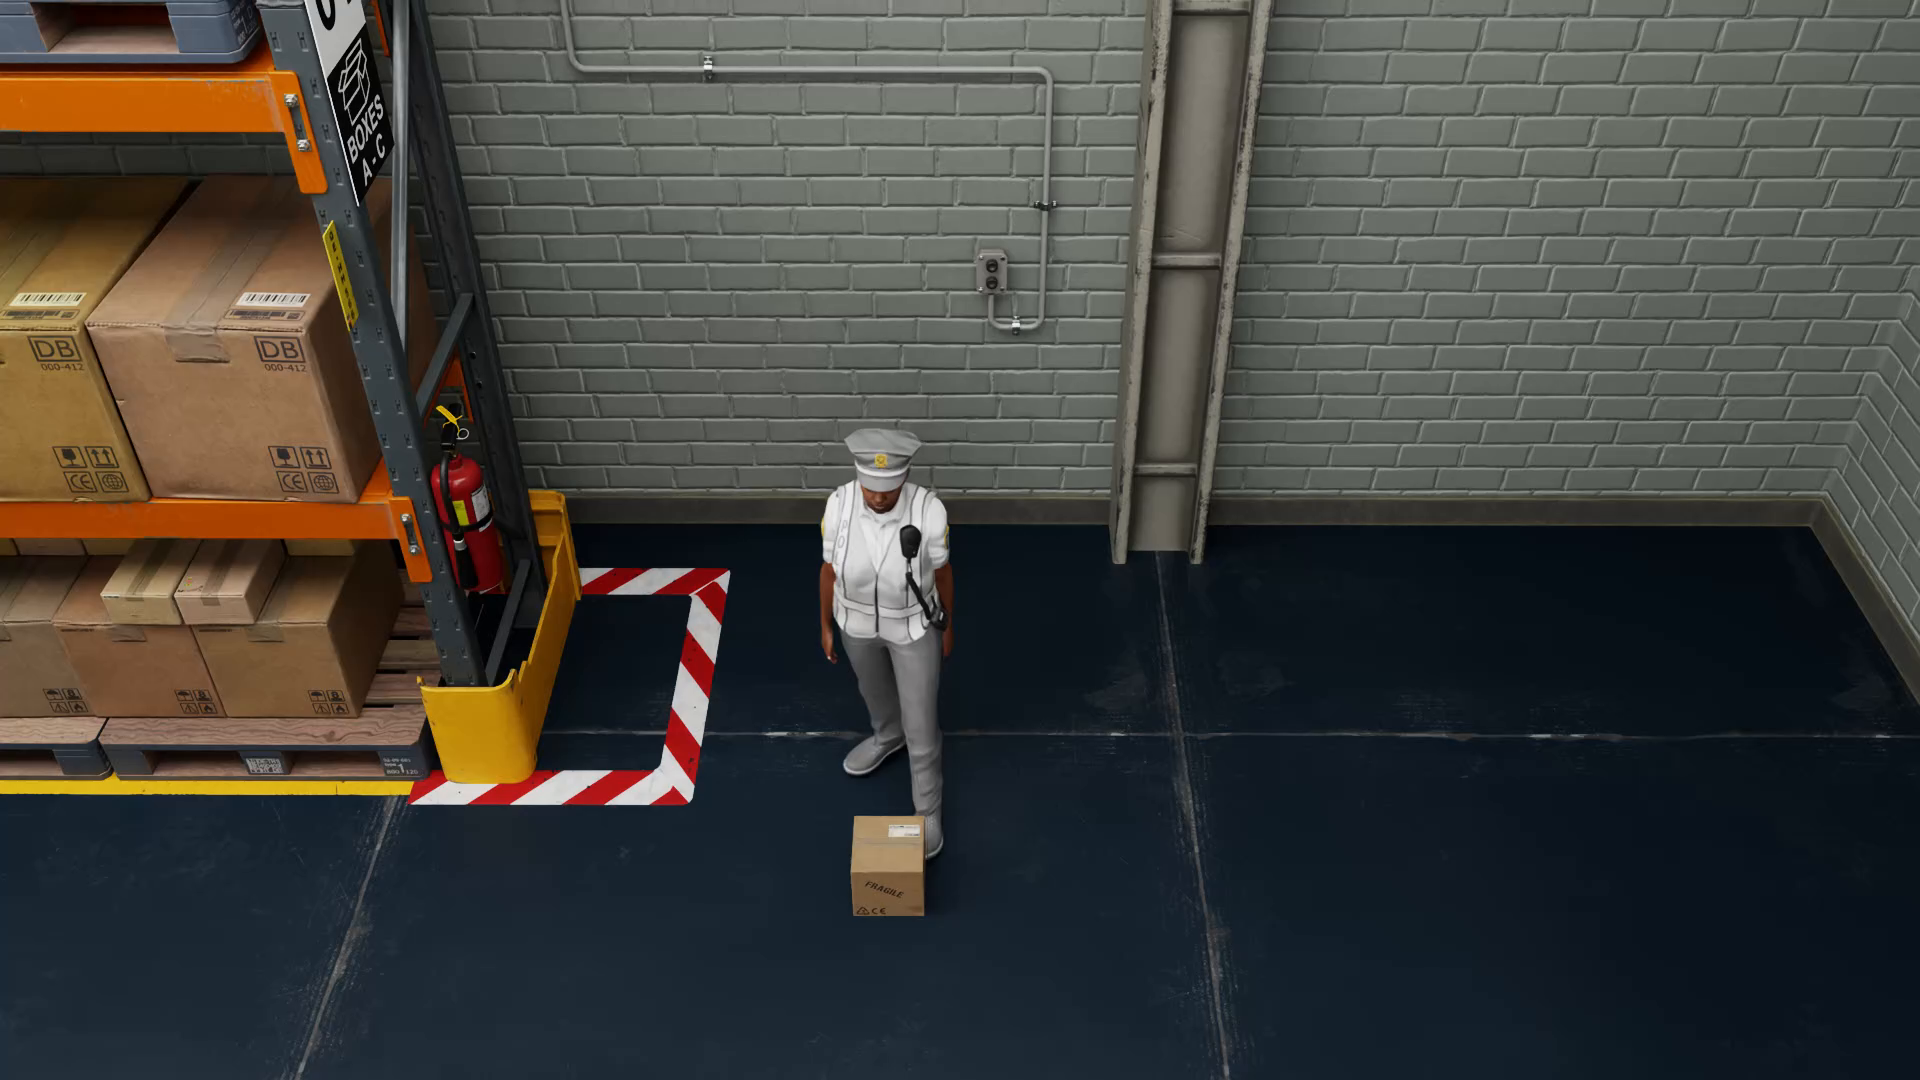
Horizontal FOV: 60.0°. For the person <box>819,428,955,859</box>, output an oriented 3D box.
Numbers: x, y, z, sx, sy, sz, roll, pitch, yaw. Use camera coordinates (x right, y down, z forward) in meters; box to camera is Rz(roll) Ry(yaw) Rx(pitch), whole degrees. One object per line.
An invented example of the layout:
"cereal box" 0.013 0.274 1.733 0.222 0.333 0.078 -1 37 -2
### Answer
"person" -5.382 3.321 2.026 8.226 1.826 12.302 9 41 10
